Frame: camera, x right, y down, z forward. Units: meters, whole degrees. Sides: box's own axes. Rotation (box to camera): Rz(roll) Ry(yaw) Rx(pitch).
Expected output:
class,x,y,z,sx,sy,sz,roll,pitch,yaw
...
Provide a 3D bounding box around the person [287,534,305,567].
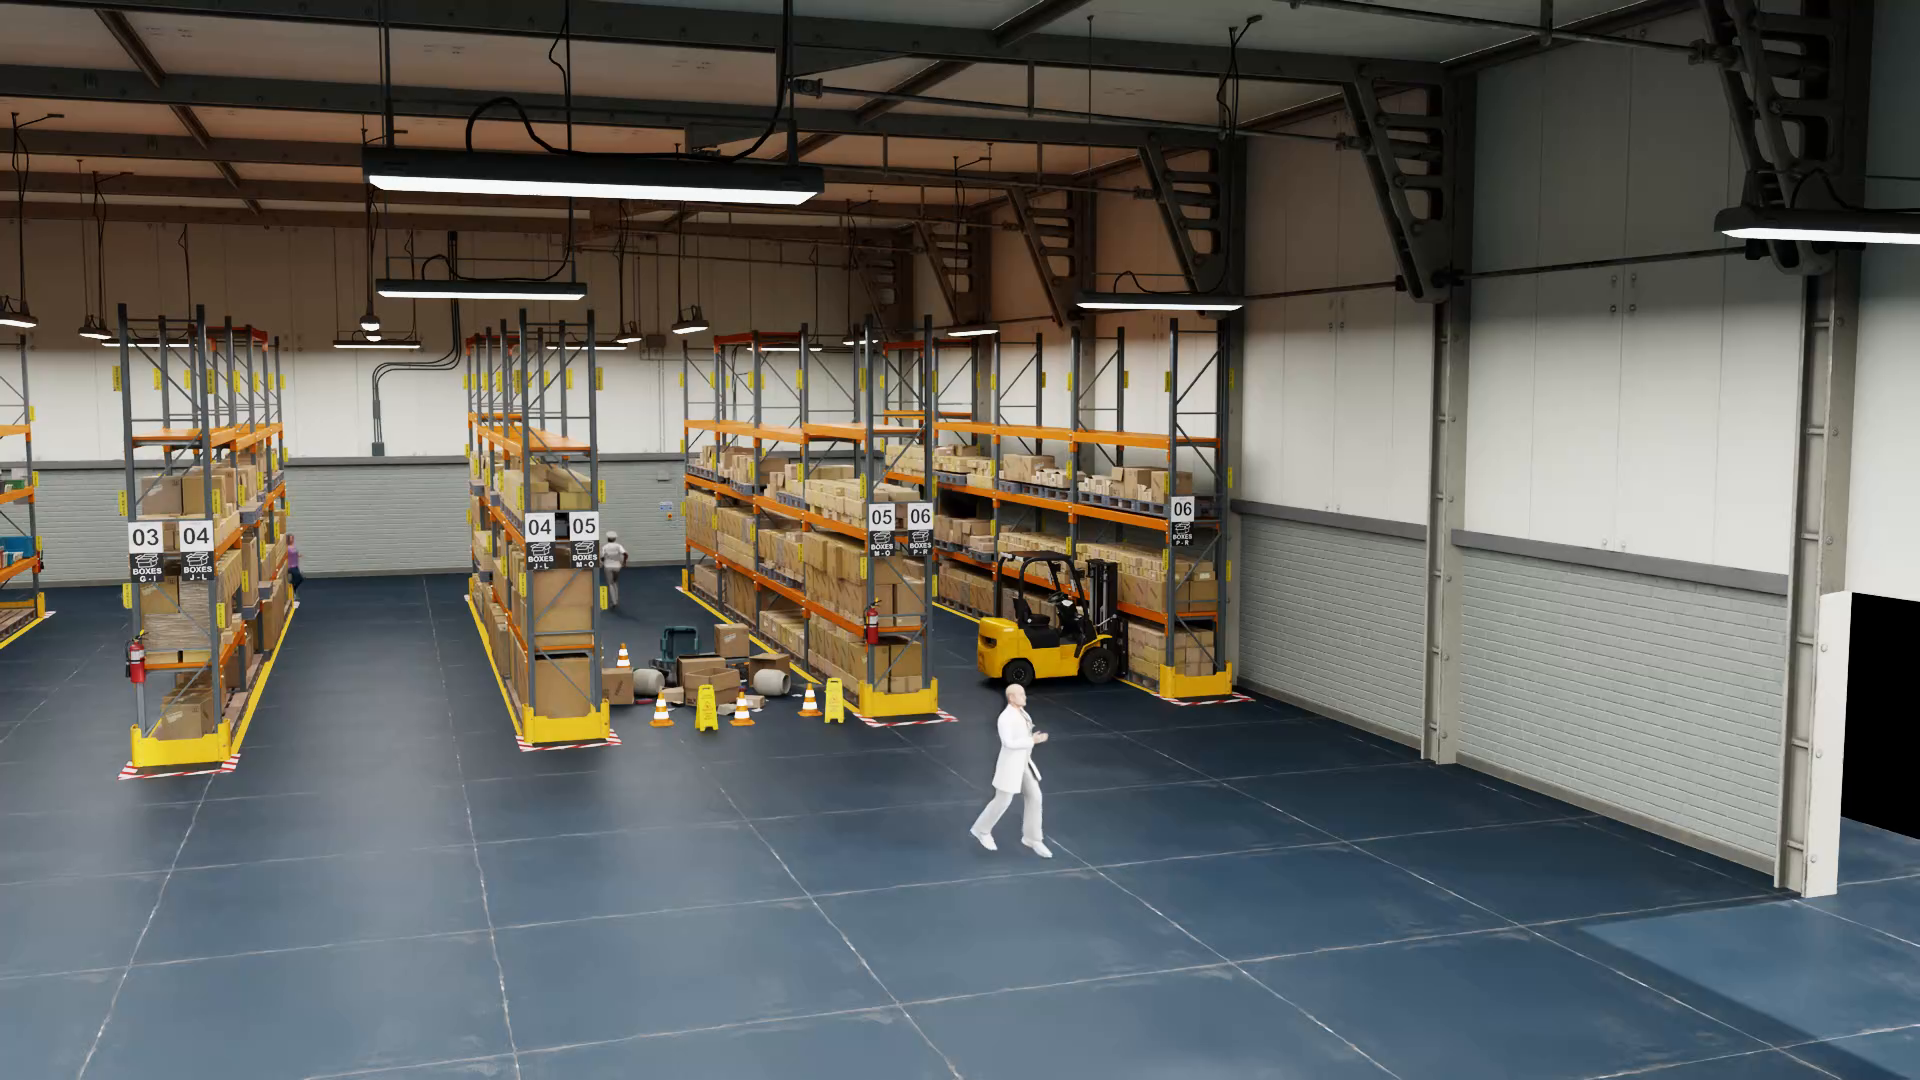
class,x,y,z,sx,sy,sz,roll,pitch,yaw
person,-15.250,0.257,37.979,0.546,0.811,0.545,0,5,4

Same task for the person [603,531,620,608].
class,x,y,z,sx,sy,sz,roll,pitch,yaw
person,-7.661,0.683,36.641,0.403,1.752,0.746,-3,6,-30

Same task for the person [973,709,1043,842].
class,x,y,z,sx,sy,sz,roll,pitch,yaw
person,0.514,2.467,17.673,0.749,1.445,0.387,3,6,28
